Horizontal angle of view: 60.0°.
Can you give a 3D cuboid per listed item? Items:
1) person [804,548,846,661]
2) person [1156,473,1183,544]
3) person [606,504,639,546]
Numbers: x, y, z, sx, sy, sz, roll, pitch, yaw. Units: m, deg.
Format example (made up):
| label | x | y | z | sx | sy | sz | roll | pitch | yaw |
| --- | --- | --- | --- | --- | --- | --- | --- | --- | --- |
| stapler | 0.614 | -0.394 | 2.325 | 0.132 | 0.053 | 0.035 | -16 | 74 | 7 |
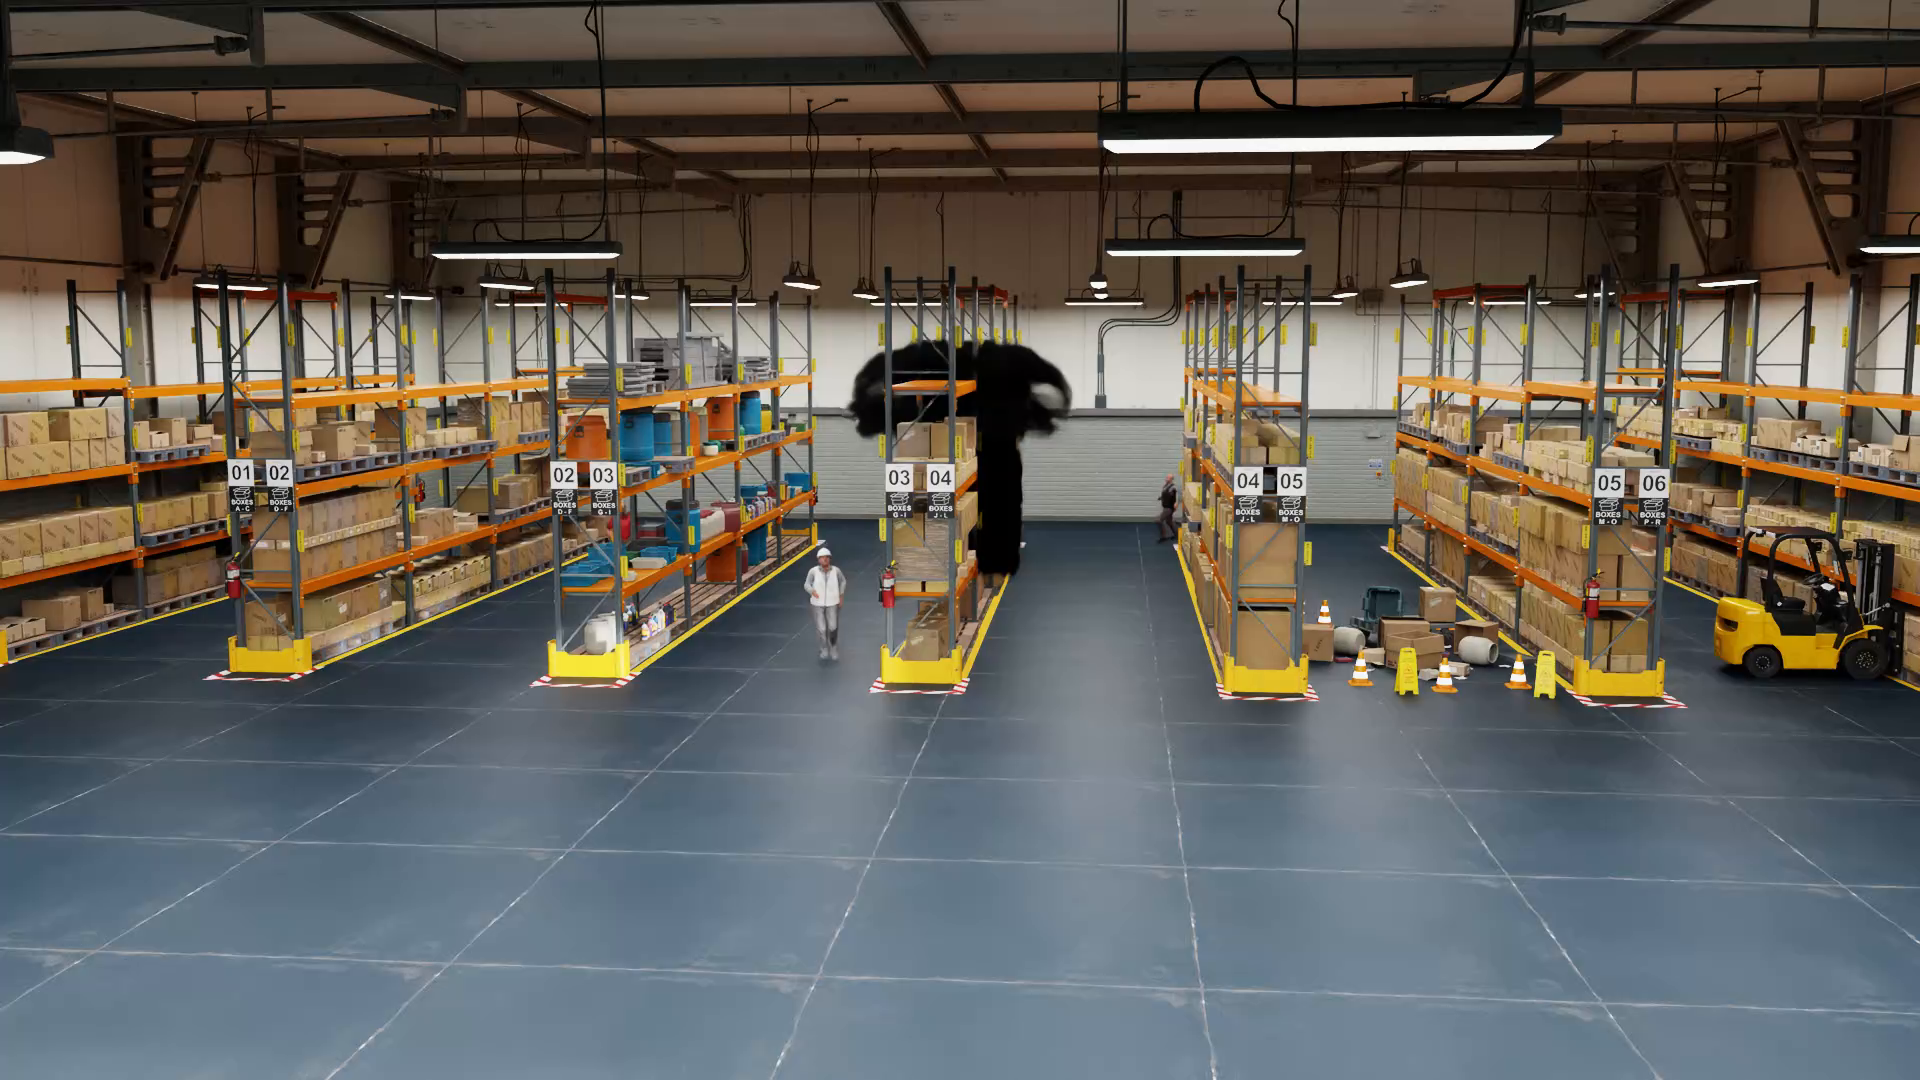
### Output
| label | x | y | z | sx | sy | sz | roll | pitch | yaw |
| --- | --- | --- | --- | --- | --- | --- | --- | --- | --- |
| person | -2.092 | 1.006 | 25.813 | 0.655 | 1.768 | 0.683 | 0 | 7 | -4 |
| person | 5.124 | -0.747 | 40.536 | 0.688 | 1.768 | 0.730 | -1 | 7 | -11 |
| person | -6.779 | 0.104 | 33.463 | 0.674 | 1.682 | 0.782 | 0 | 7 | -1 |
